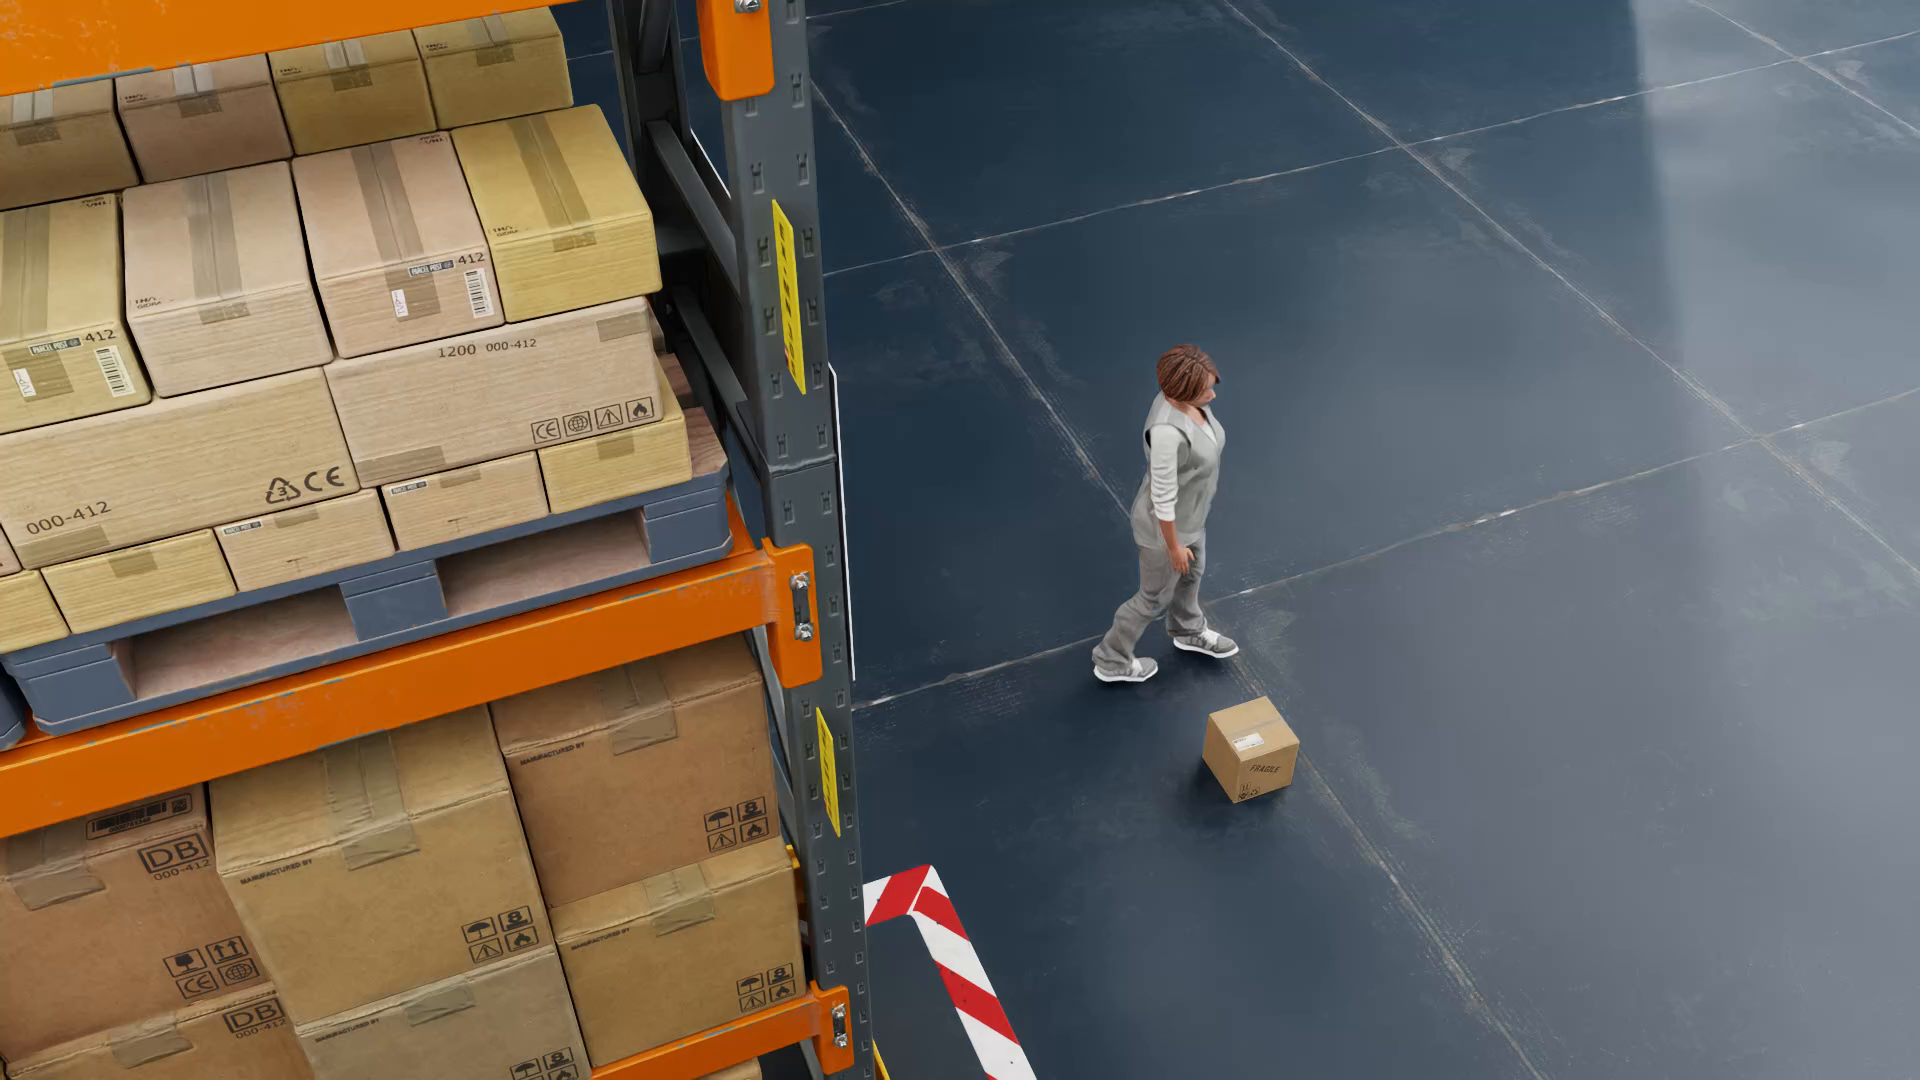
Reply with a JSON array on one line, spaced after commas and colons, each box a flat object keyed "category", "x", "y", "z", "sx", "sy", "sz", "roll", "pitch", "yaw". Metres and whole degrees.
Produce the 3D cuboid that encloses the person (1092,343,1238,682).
[{"category": "person", "x": 0.830, "y": -0.072, "z": 6.224, "sx": 0.547, "sy": 1.593, "sz": 0.411, "roll": 12, "pitch": 44, "yaw": 13}]
